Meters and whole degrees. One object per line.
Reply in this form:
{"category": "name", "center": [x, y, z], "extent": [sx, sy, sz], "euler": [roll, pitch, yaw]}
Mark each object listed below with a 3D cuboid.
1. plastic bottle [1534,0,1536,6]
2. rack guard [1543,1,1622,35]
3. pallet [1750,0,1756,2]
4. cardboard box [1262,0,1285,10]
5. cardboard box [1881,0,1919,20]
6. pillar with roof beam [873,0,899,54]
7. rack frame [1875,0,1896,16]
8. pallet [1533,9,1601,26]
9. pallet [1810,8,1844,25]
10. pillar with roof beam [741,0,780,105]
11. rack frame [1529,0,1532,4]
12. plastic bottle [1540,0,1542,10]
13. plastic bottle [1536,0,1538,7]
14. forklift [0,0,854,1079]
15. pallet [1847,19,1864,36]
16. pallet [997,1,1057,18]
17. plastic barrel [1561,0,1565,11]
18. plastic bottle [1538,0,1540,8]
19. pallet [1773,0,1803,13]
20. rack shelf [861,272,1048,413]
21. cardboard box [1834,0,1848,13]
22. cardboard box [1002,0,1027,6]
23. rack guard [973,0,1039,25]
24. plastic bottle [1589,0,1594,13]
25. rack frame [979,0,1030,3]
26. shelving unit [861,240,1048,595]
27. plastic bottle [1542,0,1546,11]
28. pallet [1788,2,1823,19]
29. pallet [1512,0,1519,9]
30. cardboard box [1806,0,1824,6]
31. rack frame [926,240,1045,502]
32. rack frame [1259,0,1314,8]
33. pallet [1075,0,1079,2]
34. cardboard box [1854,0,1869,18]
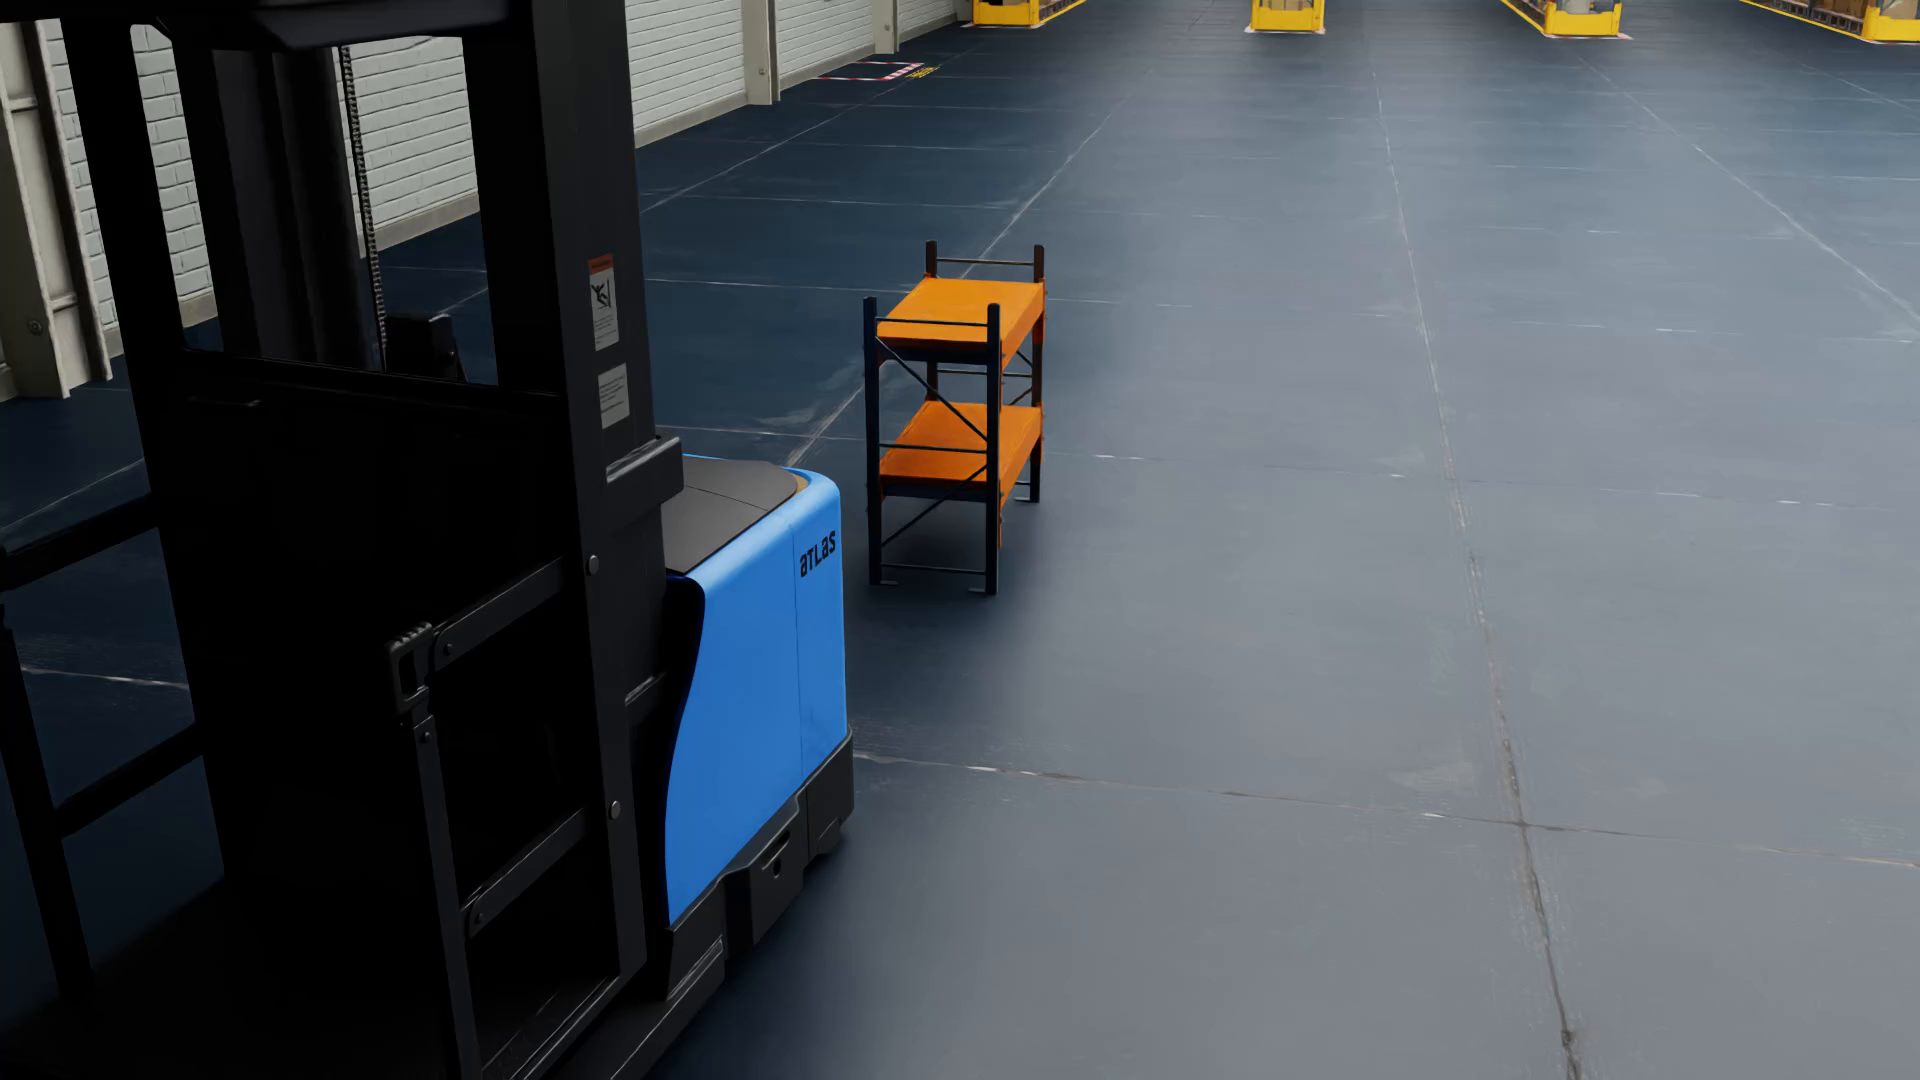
{"category": "plastic bottle", "center": [10.752, -10.088, 30.844], "extent": [0.144, 0.351, 0.185], "euler": [5, 22, 12]}
{"category": "rack guard", "center": [10.476, -8.785, 27.999], "extent": [1.175, 0.500, 0.348], "euler": [4, 22, 11]}
{"category": "pallet", "center": [17.222, -11.451, 35.003], "extent": [1.003, 0.211, 1.213], "euler": [4, 22, 11]}
{"category": "cardboard box", "center": [5.478, -9.431, 29.373], "extent": [0.500, 0.250, 0.500], "euler": [4, 22, 11]}
{"category": "cardboard box", "center": [15.499, -8.798, 27.469], "extent": [0.500, 0.500, 0.500], "euler": [9, 24, 21]}
{"category": "pillar with roof beam", "center": [3.094, -11.251, 22.744], "extent": [9.100, 9.000, 0.400], "euler": [4, 22, 11]}
{"category": "rack frame", "center": [15.355, -9.536, 26.516], "extent": [1.000, 3.000, 0.127], "euler": [4, 22, 11]}
{"category": "pallet", "center": [10.898, -9.393, 29.894], "extent": [1.003, 0.211, 1.213], "euler": [4, 22, 11]}
{"category": "pallet", "center": [16.069, -9.457, 30.053], "extent": [1.003, 0.211, 1.213], "euler": [4, 22, 11]}
{"category": "pillar with roof beam", "center": [1.870, -9.057, 17.296], "extent": [9.100, 9.000, 0.400], "euler": [4, 22, 11]}
{"category": "rack frame", "center": [11.323, -11.377, 31.086], "extent": [1.000, 3.000, 0.127], "euler": [4, 22, 11]}
{"category": "plastic bottle", "center": [10.559, -9.700, 29.981], "extent": [0.152, 0.276, 0.135], "euler": [4, 22, 9]}
{"category": "plastic bottle", "center": [10.639, -9.931, 30.543], "extent": [0.061, 0.283, 0.133], "euler": [5, 23, 13]}
{"category": "forklift", "center": [-1.306, -0.094, 3.164], "extent": [1.130, 2.935, 3.031], "euler": [8, 23, 19]}
{"category": "pallet", "center": [15.571, -8.565, 27.837], "extent": [1.003, 0.211, 1.213], "euler": [4, 22, 11]}
{"category": "pallet", "center": [1.275, -10.142, 31.754], "extent": [1.003, 0.211, 1.213], "euler": [4, 22, 11]}
{"category": "plastic barrel", "center": [10.668, -9.384, 28.907], "extent": [0.421, 0.512, 0.421], "euler": [0, 22, 0]}
{"category": "plastic bottle", "center": [10.627, -9.864, 30.287], "extent": [0.144, 0.351, 0.185], "euler": [4, 22, 10]}
{"category": "pallet", "center": [16.576, -10.438, 32.488], "extent": [1.003, 0.211, 1.213], "euler": [4, 22, 11]}
{"category": "rack shelf", "center": [0.001, -0.796, 6.540], "extent": [0.538, 0.278, 1.000], "euler": [4, 22, 11]}
{"category": "cardboard box", "center": [15.941, -9.681, 29.660], "extent": [0.500, 0.500, 0.500], "euler": [12, 25, 28]}
{"category": "cardboard box", "center": [1.037, -9.872, 30.360], "extent": [0.500, 0.311, 0.500], "euler": [2, 22, 5]}
{"category": "rack guard", "center": [0.823, -9.537, 29.865], "extent": [1.175, 0.500, 0.348], "euler": [4, 22, 11]}
{"category": "plastic bottle", "center": [11.182, -9.491, 29.469], "extent": [0.097, 0.271, 0.097], "euler": [0, 22, 0]}
{"category": "rack frame", "center": [0.808, -10.669, 29.329], "extent": [1.000, 3.000, 0.127], "euler": [4, 22, 11]}
{"category": "shelving unit", "center": [0.001, -0.524, 6.650], "extent": [0.538, 1.125, 1.048], "euler": [4, 22, 11]}
{"category": "plastic bottle", "center": [10.458, -9.607, 29.739], "extent": [0.061, 0.283, 0.133], "euler": [5, 22, 12]}
{"category": "pallet", "center": [16.329, -9.990, 31.377], "extent": [1.003, 0.211, 1.213], "euler": [4, 22, 11]}
{"category": "pallet", "center": [11.692, -10.821, 33.439], "extent": [1.003, 0.211, 1.213], "euler": [4, 22, 11]}
{"category": "cardboard box", "center": [16.318, -10.266, 31.087], "extent": [0.700, 0.500, 0.500], "euler": [3, 22, 7]}
{"category": "rack frame", "center": [0.105, -0.710, 7.111], "extent": [0.500, 1.125, 0.032], "euler": [4, 22, 11]}
{"category": "rack frame", "center": [5.658, -10.293, 28.395], "extent": [1.000, 3.000, 0.127], "euler": [4, 22, 11]}
{"category": "pallet", "center": [2.028, -11.571, 35.301], "extent": [1.003, 0.211, 1.213], "euler": [4, 22, 11]}
{"category": "cardboard box", "center": [15.734, -9.247, 28.583], "extent": [0.500, 0.500, 0.500], "euler": [7, 23, 16]}
